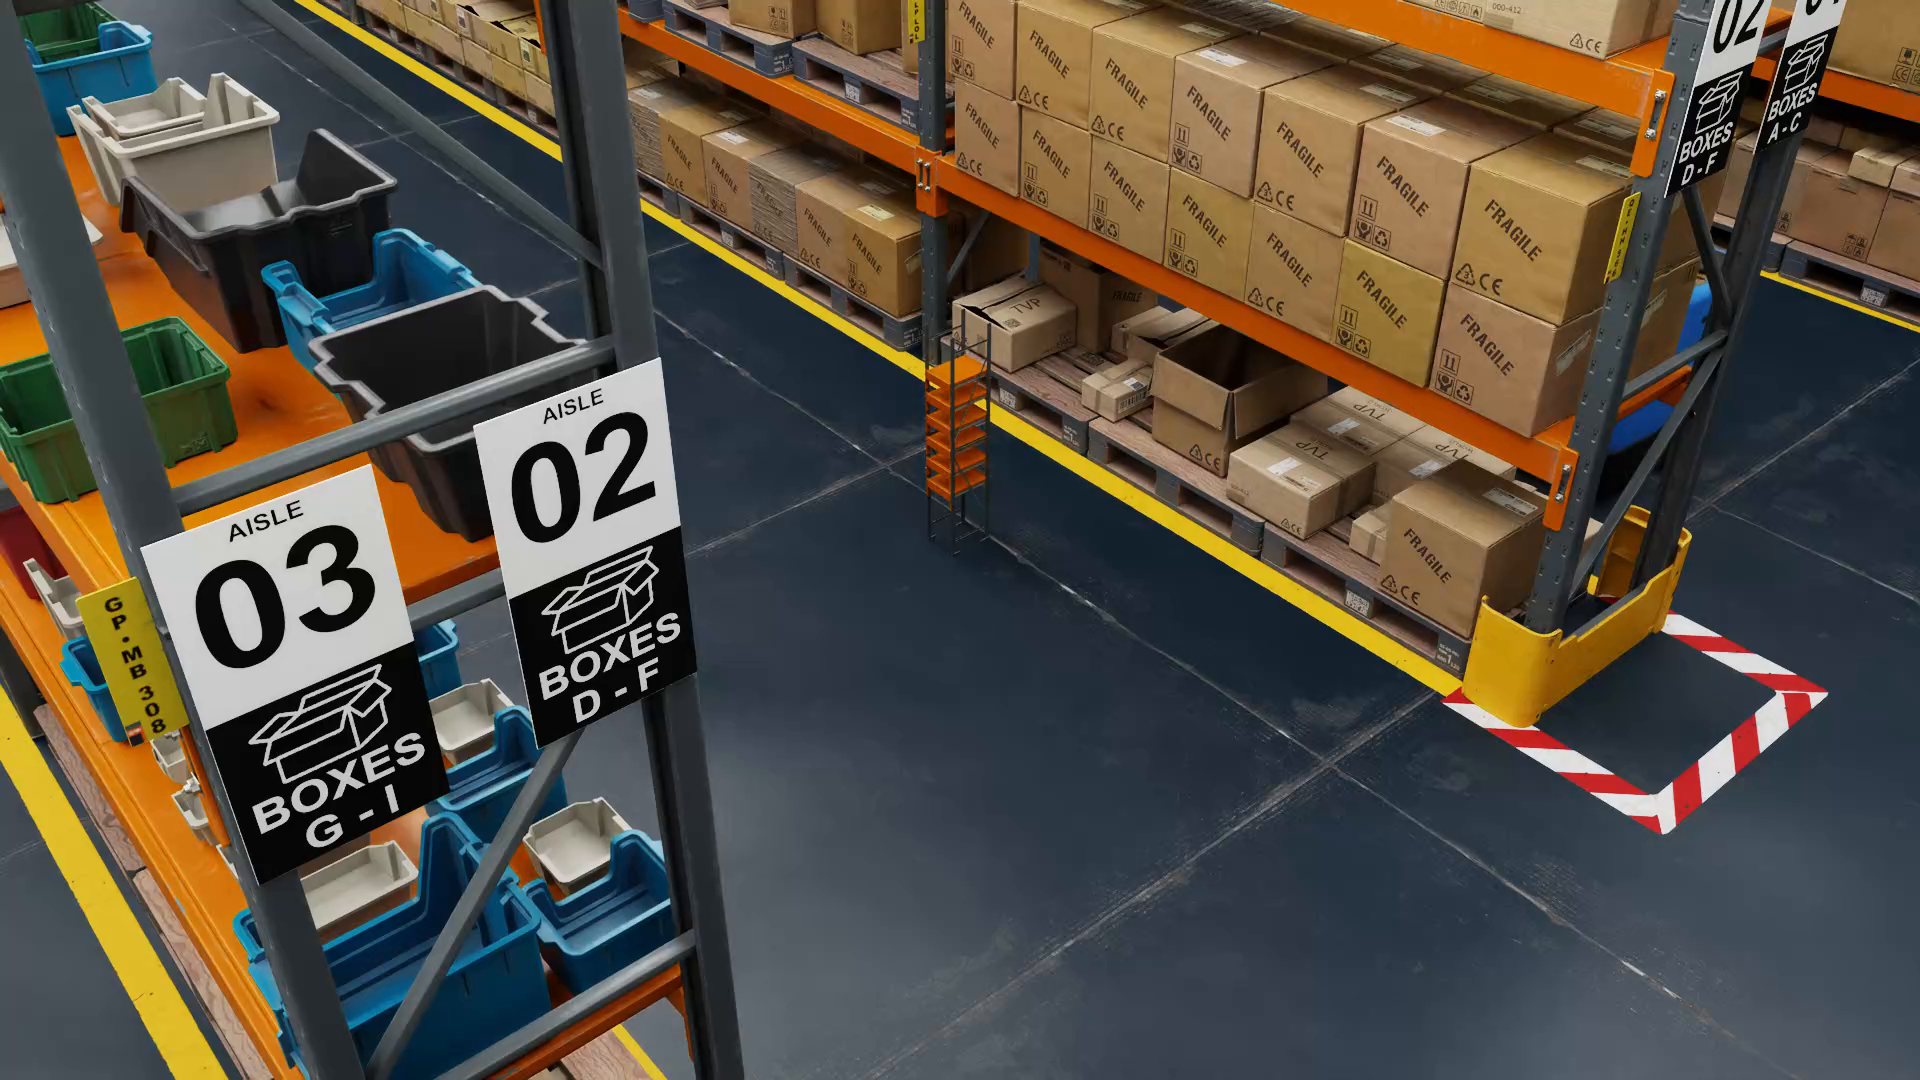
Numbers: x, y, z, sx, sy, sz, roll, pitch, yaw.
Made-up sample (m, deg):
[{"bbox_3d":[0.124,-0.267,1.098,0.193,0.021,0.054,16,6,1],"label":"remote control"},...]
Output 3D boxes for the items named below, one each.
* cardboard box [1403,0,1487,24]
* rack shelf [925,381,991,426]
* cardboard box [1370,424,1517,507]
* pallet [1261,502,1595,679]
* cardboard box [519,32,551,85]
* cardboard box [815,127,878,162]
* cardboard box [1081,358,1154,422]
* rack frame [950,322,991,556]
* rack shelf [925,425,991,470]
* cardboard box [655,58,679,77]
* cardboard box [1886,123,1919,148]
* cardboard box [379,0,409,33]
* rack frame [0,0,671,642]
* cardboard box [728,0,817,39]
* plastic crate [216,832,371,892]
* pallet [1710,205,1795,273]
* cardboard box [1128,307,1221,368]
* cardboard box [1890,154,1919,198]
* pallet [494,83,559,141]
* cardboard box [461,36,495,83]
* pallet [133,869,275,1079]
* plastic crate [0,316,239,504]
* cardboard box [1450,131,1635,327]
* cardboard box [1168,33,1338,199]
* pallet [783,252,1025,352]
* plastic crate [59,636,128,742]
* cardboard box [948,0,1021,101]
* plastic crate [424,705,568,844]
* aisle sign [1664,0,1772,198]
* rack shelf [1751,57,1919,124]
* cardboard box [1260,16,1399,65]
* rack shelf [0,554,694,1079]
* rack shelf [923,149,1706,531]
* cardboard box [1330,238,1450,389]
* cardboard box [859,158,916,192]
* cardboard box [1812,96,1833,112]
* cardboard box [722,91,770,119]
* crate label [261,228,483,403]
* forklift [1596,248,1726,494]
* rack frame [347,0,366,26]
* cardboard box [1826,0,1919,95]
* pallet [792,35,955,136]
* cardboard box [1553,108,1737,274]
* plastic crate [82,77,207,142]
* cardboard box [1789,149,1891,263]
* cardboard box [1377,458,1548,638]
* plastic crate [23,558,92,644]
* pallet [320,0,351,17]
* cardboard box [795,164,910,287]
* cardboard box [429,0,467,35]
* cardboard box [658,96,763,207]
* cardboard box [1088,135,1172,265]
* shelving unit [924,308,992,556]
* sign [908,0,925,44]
[{"bbox_3d":[1.934,-2.180,6.268,0.500,0.250,0.500,-26,43,-32],"label":"cardboard box"},{"bbox_3d":[-0.009,-0.656,7.799,0.258,0.103,0.180,-26,43,-32],"label":"rack shelf"},{"bbox_3d":[2.325,-0.288,8.060,0.500,0.250,0.500,-26,43,-32],"label":"cardboard box"},{"bbox_3d":[2.217,0.089,7.942,1.003,0.211,1.213,-26,43,-32],"label":"pallet"},{"bbox_3d":[-2.907,-3.614,12.288,0.500,0.311,0.500,-25,42,-31],"label":"cardboard box"},{"bbox_3d":[-0.571,-2.642,10.518,0.500,0.250,0.500,-26,43,-32],"label":"cardboard box"},{"bbox_3d":[0.872,-0.809,8.868,0.380,0.166,0.250,-26,43,-32],"label":"cardboard box"},{"bbox_3d":[0.050,-0.456,7.855,0.240,1.200,0.006,-26,43,-32],"label":"rack frame"},{"bbox_3d":[-0.009,-0.460,7.938,0.258,0.103,0.180,-26,43,-32],"label":"rack shelf"},{"bbox_3d":[-2.495,-3.586,12.734,0.500,0.250,0.500,-26,43,-32],"label":"cardboard box"},{"bbox_3d":[5.941,-2.444,10.343,0.380,0.149,0.250,-26,43,-32],"label":"cardboard box"},{"bbox_3d":[-4.562,-4.515,14.045,0.500,0.250,0.500,-25,42,-31],"label":"cardboard box"},{"bbox_3d":[-1.005,-1.266,2.252,1.000,3.000,0.127,-26,43,-32],"label":"rack frame"},{"bbox_3d":[-0.987,-3.399,10.004,0.500,0.500,0.700,22,41,28],"label":"cardboard box"},{"bbox_3d":[-1.845,0.839,4.646,0.396,0.136,0.243,-26,43,-32],"label":"plastic crate"},{"bbox_3d":[5.204,-2.237,11.227,1.003,0.211,1.213,-26,43,-32],"label":"pallet"},{"bbox_3d":[1.269,-1.035,9.062,0.500,0.311,0.500,-26,43,-32],"label":"cardboard box"},{"bbox_3d":[5.813,-2.190,9.985,0.380,0.149,0.250,-27,43,-32],"label":"cardboard box"},{"bbox_3d":[-2.882,-3.436,12.919,1.003,0.211,1.213,-26,43,-32],"label":"pallet"},{"bbox_3d":[-3.564,-3.836,13.087,0.500,0.250,0.500,-25,42,-31],"label":"cardboard box"},{"bbox_3d":[-2.290,1.403,6.087,1.003,0.211,1.213,-26,43,-32],"label":"pallet"},{"bbox_3d":[-1.859,-0.285,3.645,0.450,0.188,0.336,-26,43,-32],"label":"plastic crate"},{"bbox_3d":[2.284,-1.207,6.407,0.500,0.500,0.500,-26,43,-32],"label":"cardboard box"},{"bbox_3d":[1.288,-1.883,7.362,0.500,0.500,0.500,-25,42,-30],"label":"cardboard box"},{"bbox_3d":[-0.354,-1.637,10.379,1.003,0.211,1.213,-26,43,-32],"label":"pallet"},{"bbox_3d":[-2.526,0.415,5.162,0.416,0.233,0.300,-26,43,-32],"label":"plastic crate"},{"bbox_3d":[0.289,-2.566,8.326,0.500,0.500,0.500,-25,42,-31],"label":"cardboard box"},{"bbox_3d":[-1.337,0.703,4.755,0.416,0.233,0.300,-26,43,-32],"label":"plastic crate"},{"bbox_3d":[2.592,-1.581,5.637,0.394,0.787,0.004,-26,43,-32],"label":"aisle sign"},{"bbox_3d":[5.273,-3.103,10.658,1.077,0.370,4.000,-26,43,-32],"label":"rack shelf"},{"bbox_3d":[1.706,-2.082,7.642,0.500,0.500,0.500,-26,43,-32],"label":"cardboard box"},{"bbox_3d":[-2.295,0.592,5.441,1.077,0.370,4.000,-26,43,-32],"label":"rack shelf"},{"bbox_3d":[1.491,-1.253,8.047,1.077,0.370,4.000,-26,43,-32],"label":"rack shelf"},{"bbox_3d":[1.947,-1.029,7.021,0.500,0.500,0.500,-26,43,-31],"label":"cardboard box"},{"bbox_3d":[-0.278,-2.125,10.438,0.500,0.500,0.500,-25,42,-31],"label":"cardboard box"},{"bbox_3d":[5.449,-2.780,10.817,0.380,0.149,0.250,-26,43,-31],"label":"cardboard box"},{"bbox_3d":[-1.264,-2.802,11.393,0.500,0.500,0.500,-28,44,-33],"label":"cardboard box"},{"bbox_3d":[-1.353,-0.509,3.907,0.408,0.251,0.502,-26,43,-32],"label":"crate label"},{"bbox_3d":[2.742,-2.229,8.861,1.130,2.935,3.031,-23,41,-29],"label":"forklift"},{"bbox_3d":[-4.962,-5.962,14.073,1.000,3.000,0.127,-26,43,-32],"label":"rack frame"},{"bbox_3d":[5.749,-3.174,9.877,0.980,0.700,0.700,-26,43,-32],"label":"cardboard box"},{"bbox_3d":[-0.232,-2.745,9.697,1.003,0.211,1.213,-26,43,-32],"label":"pallet"},{"bbox_3d":[2.697,-1.407,6.690,0.500,0.500,0.500,-25,42,-30],"label":"cardboard box"},{"bbox_3d":[-2.475,-1.281,5.096,0.293,0.136,0.466,-26,43,-32],"label":"plastic crate"},{"bbox_3d":[5.712,-2.157,10.500,0.700,0.500,0.500,-26,43,-32],"label":"cardboard box"},{"bbox_3d":[2.243,0.028,7.397,0.500,0.500,0.500,-26,43,-32],"label":"cardboard box"},{"bbox_3d":[-2.741,0.182,5.448,0.437,0.282,0.530,-26,43,-32],"label":"plastic crate"},{"bbox_3d":[-5.444,-5.191,15.397,1.003,0.211,1.213,-26,43,-32],"label":"pallet"},{"bbox_3d":[-0.650,-1.922,10.150,0.500,0.500,0.500,-26,43,-32],"label":"cardboard box"},{"bbox_3d":[-3.893,-4.287,13.238,0.500,0.311,0.500,-25,42,-31],"label":"cardboard box"},{"bbox_3d":[-1.644,-2.596,11.102,0.500,0.500,0.500,-27,43,-32],"label":"cardboard box"},{"bbox_3d":[0.975,-1.698,7.965,0.500,0.500,0.500,-26,43,-32],"label":"cardboard box"},{"bbox_3d":[-0.009,-0.496,7.912,0.258,1.200,0.189,-26,43,-32],"label":"shelving unit"},{"bbox_3d":[-0.221,-2.694,8.457,0.100,0.325,0.005,-26,43,-32],"label":"sign"}]
